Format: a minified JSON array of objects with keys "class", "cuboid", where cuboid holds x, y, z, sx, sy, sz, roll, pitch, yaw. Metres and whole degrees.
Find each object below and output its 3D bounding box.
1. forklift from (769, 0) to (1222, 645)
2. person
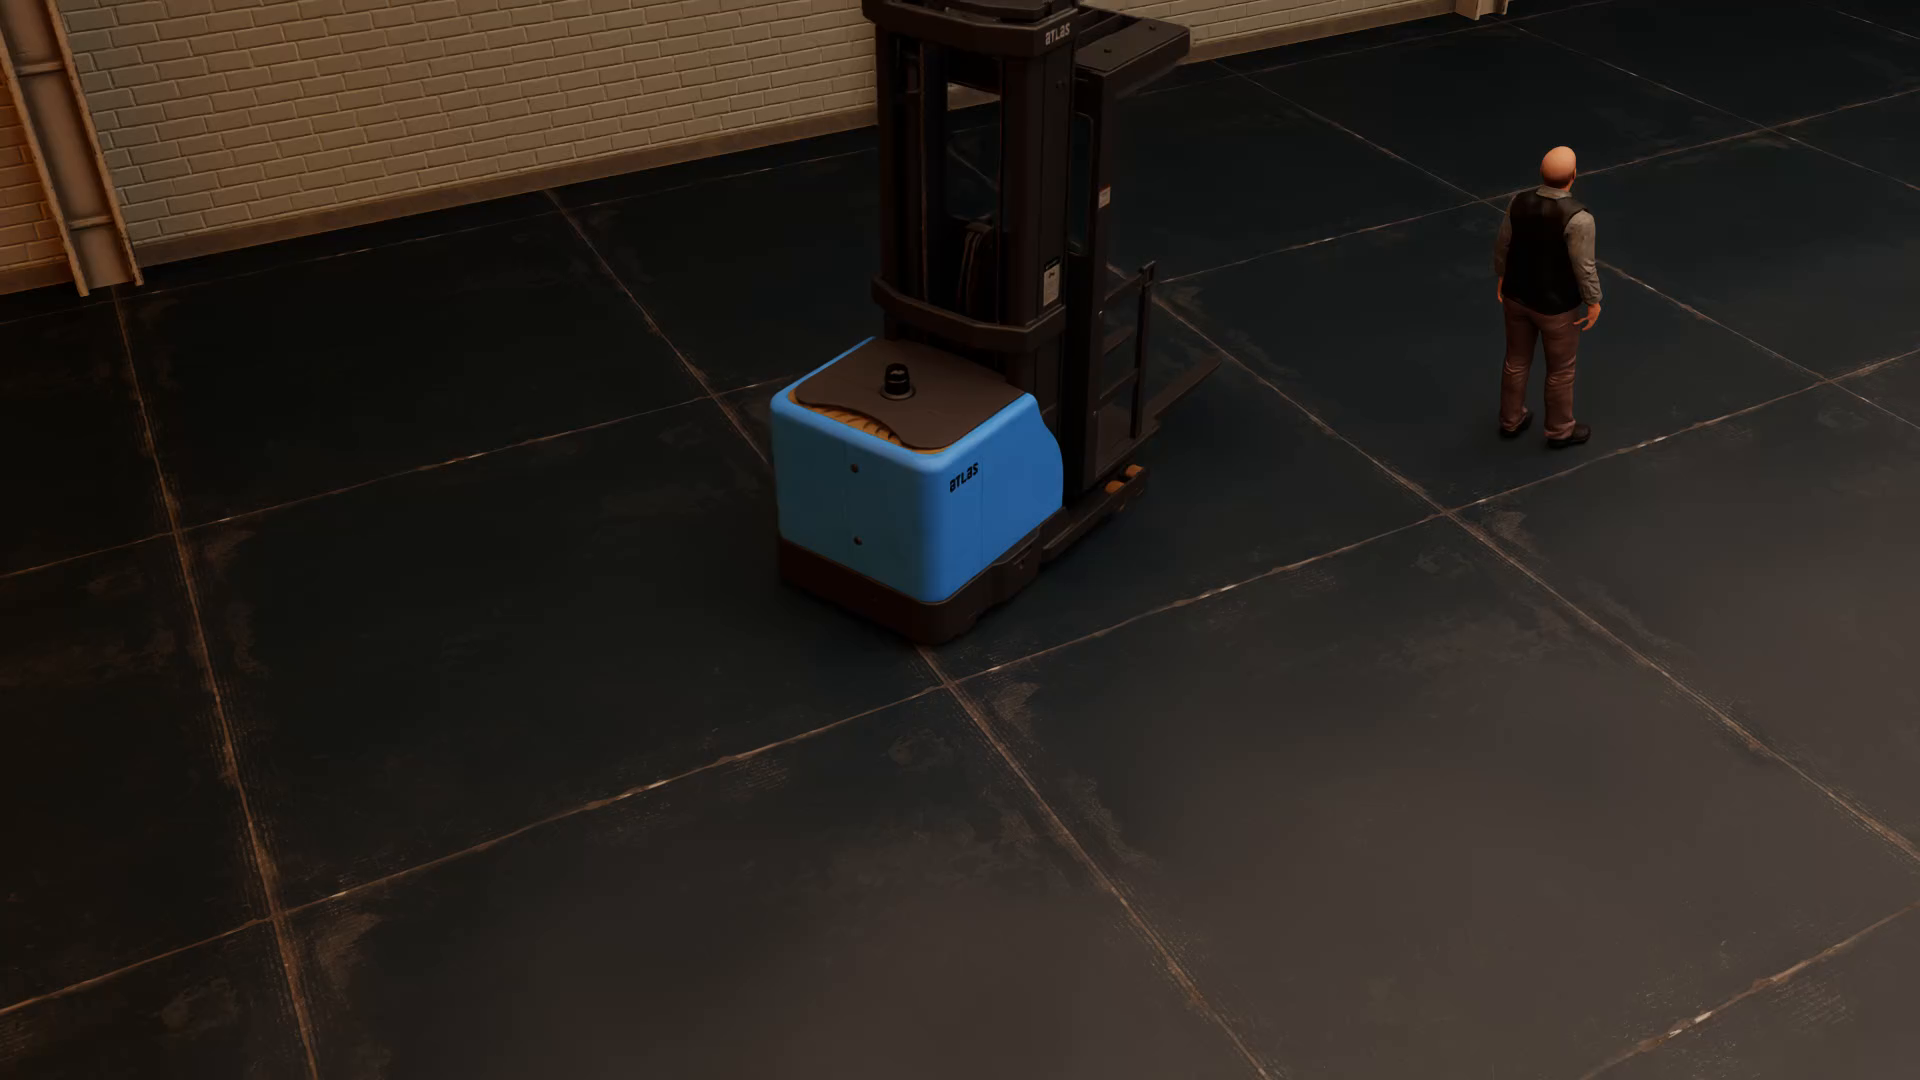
[{"class":"forklift","cuboid":[0.375,-1.500,8.245,1.130,2.935,3.031,23,41,29]},{"class":"person","cuboid":[3.208,-1.327,9.036,0.568,1.720,0.631,-26,43,-32]}]
